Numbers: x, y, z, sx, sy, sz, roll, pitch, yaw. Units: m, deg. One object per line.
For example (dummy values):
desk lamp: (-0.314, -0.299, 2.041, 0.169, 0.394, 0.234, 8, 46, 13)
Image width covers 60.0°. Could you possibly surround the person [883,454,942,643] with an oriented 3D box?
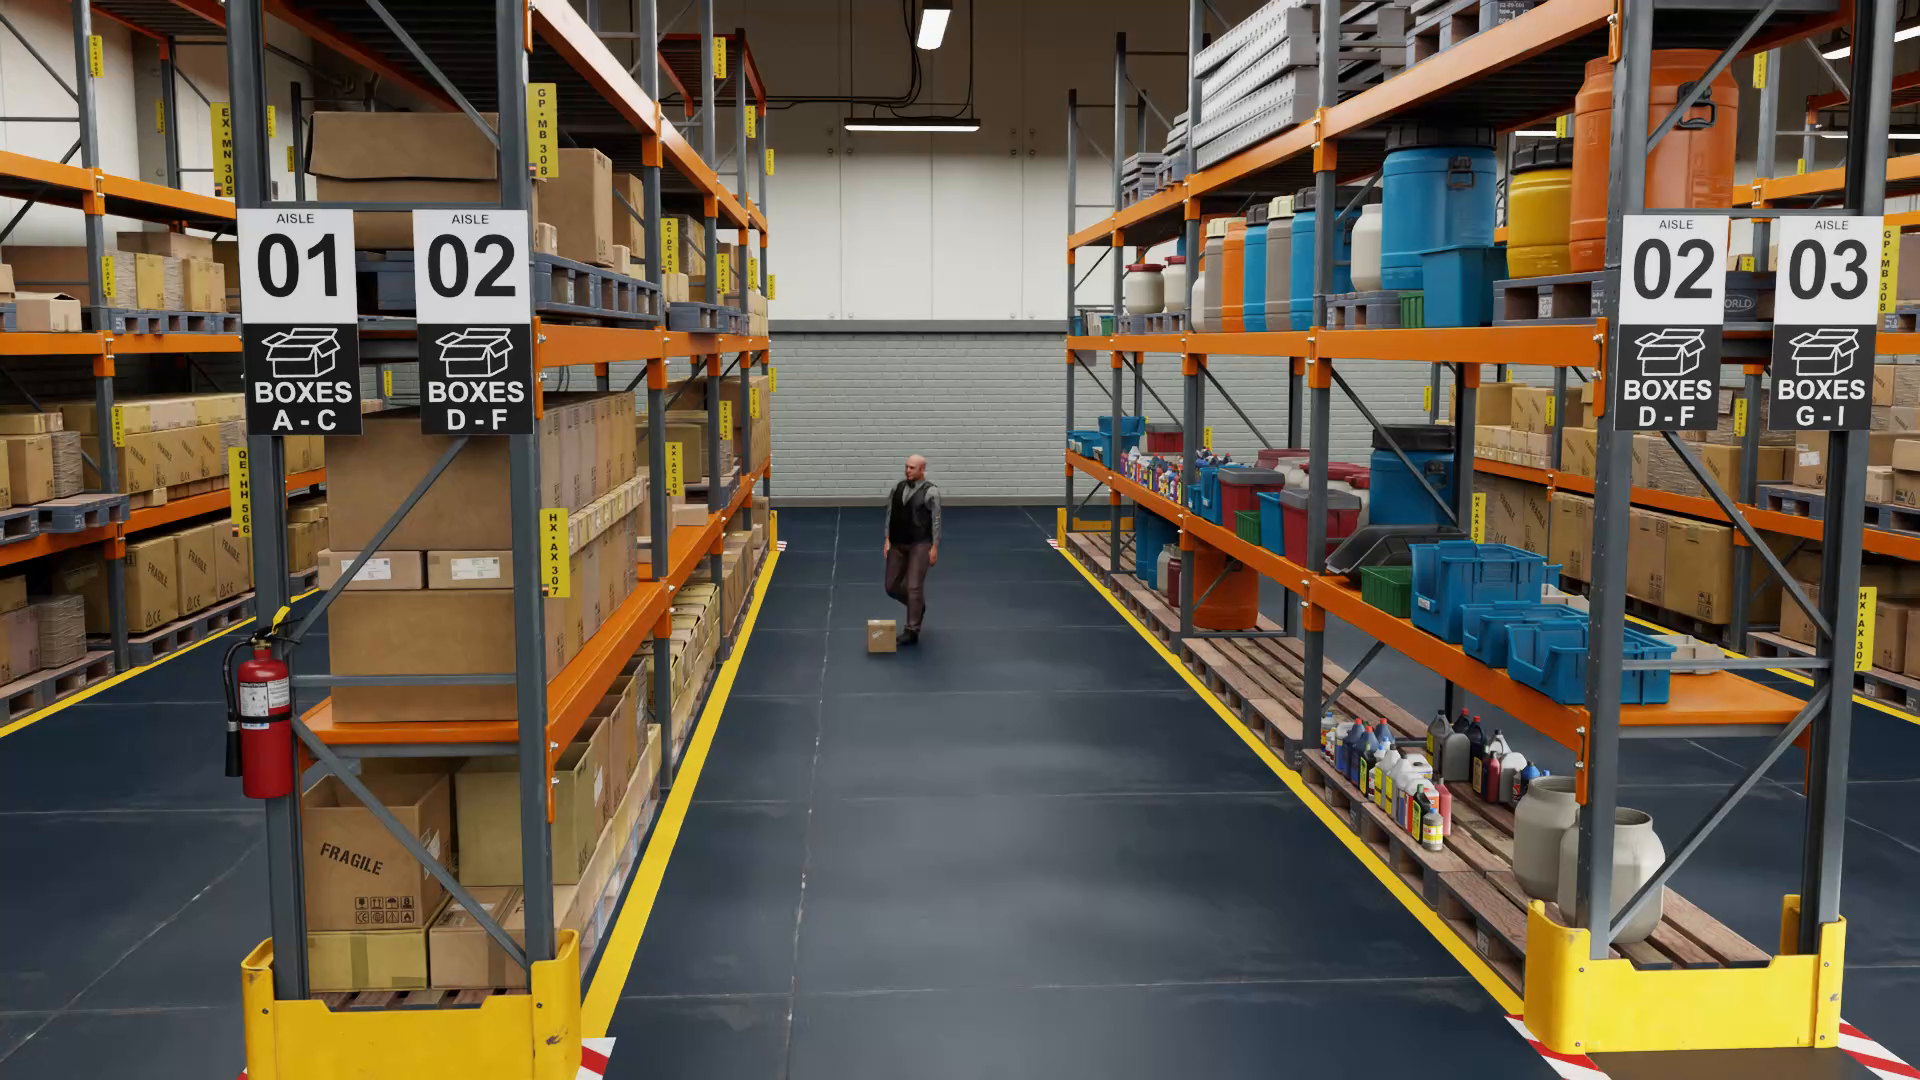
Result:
person: (-0.449, 0.064, 15.304, 0.555, 1.707, 0.753, 4, 8, 32)
